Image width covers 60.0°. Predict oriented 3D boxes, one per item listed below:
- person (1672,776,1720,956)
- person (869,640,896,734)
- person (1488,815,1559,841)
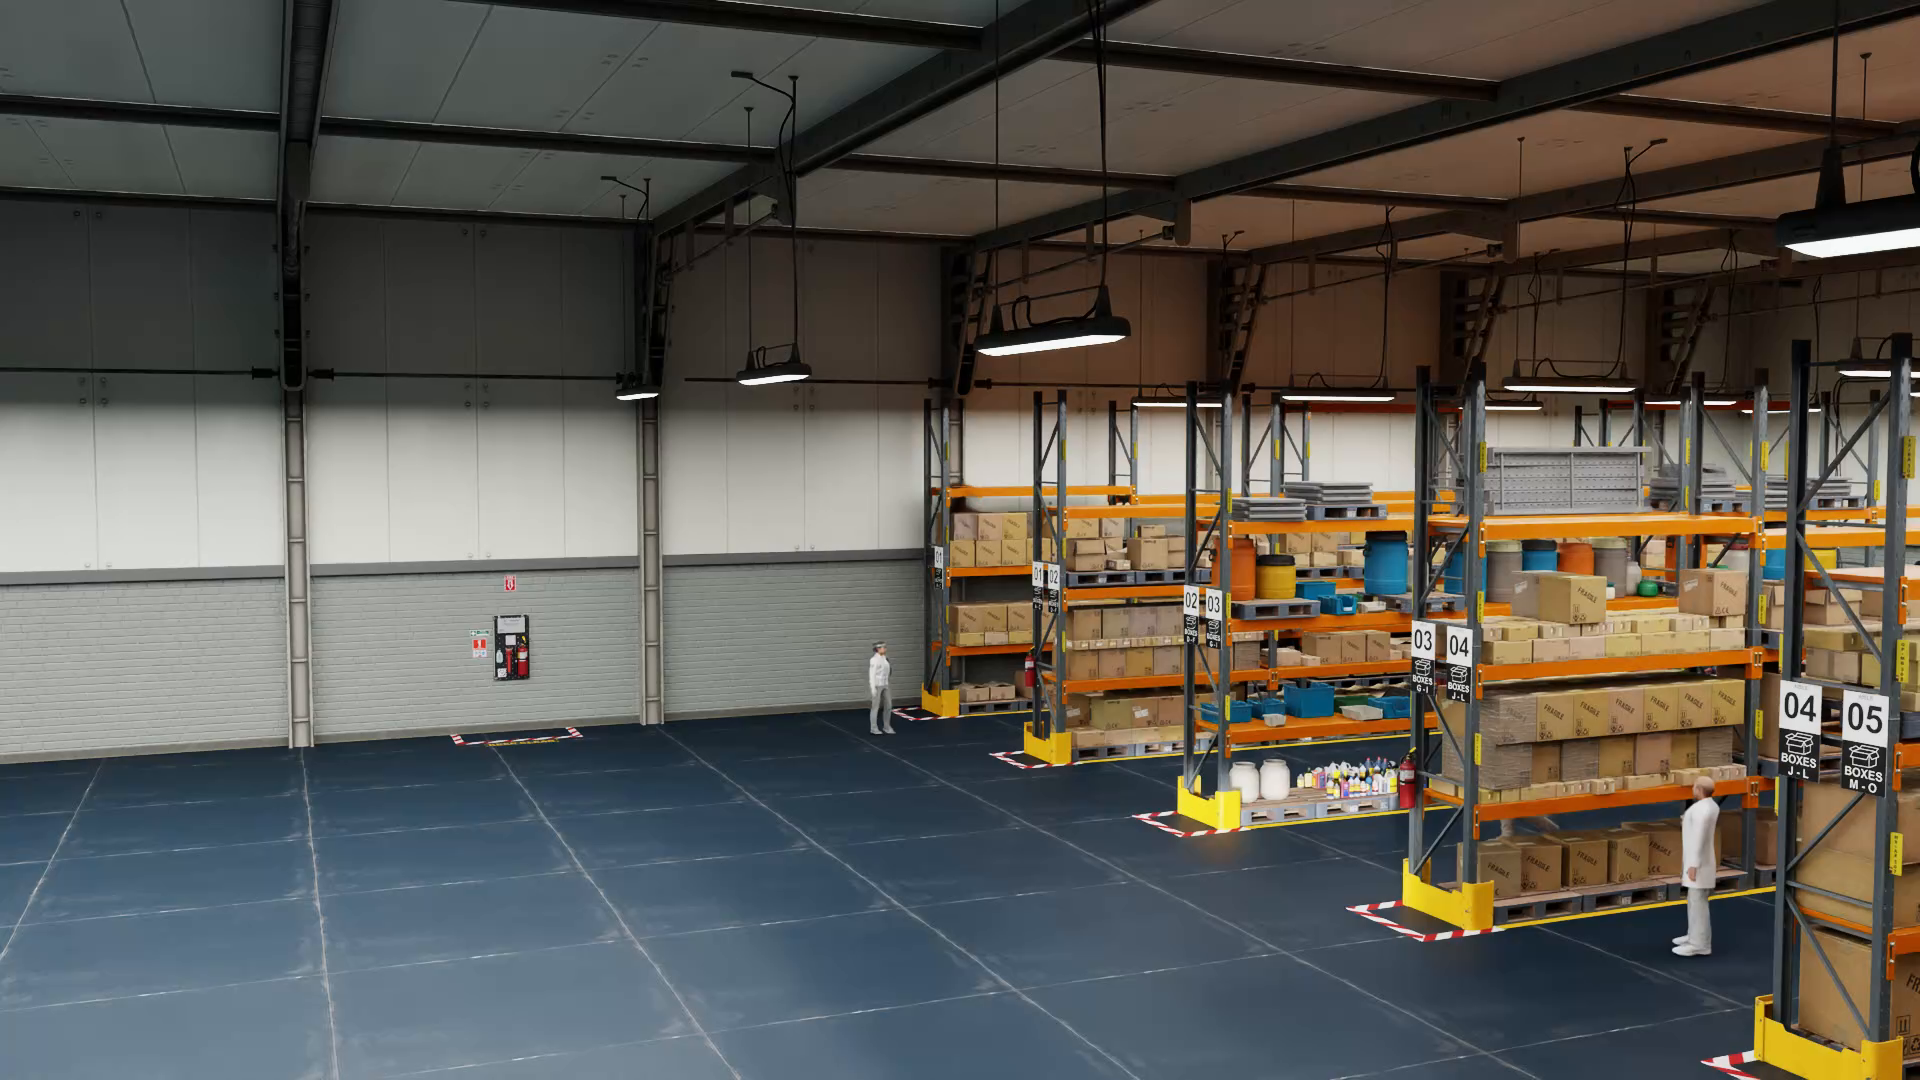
[{"bbox_3d":[7.464,3.277,16.862,0.433,1.791,0.611,1,4,19],"label":"person"},{"bbox_3d":[-1.417,2.621,29.437,0.386,1.715,0.577,2,4,31],"label":"person"},{"bbox_3d":[7.185,3.058,21.138,0.819,1.693,0.503,0,3,-6],"label":"person"}]
